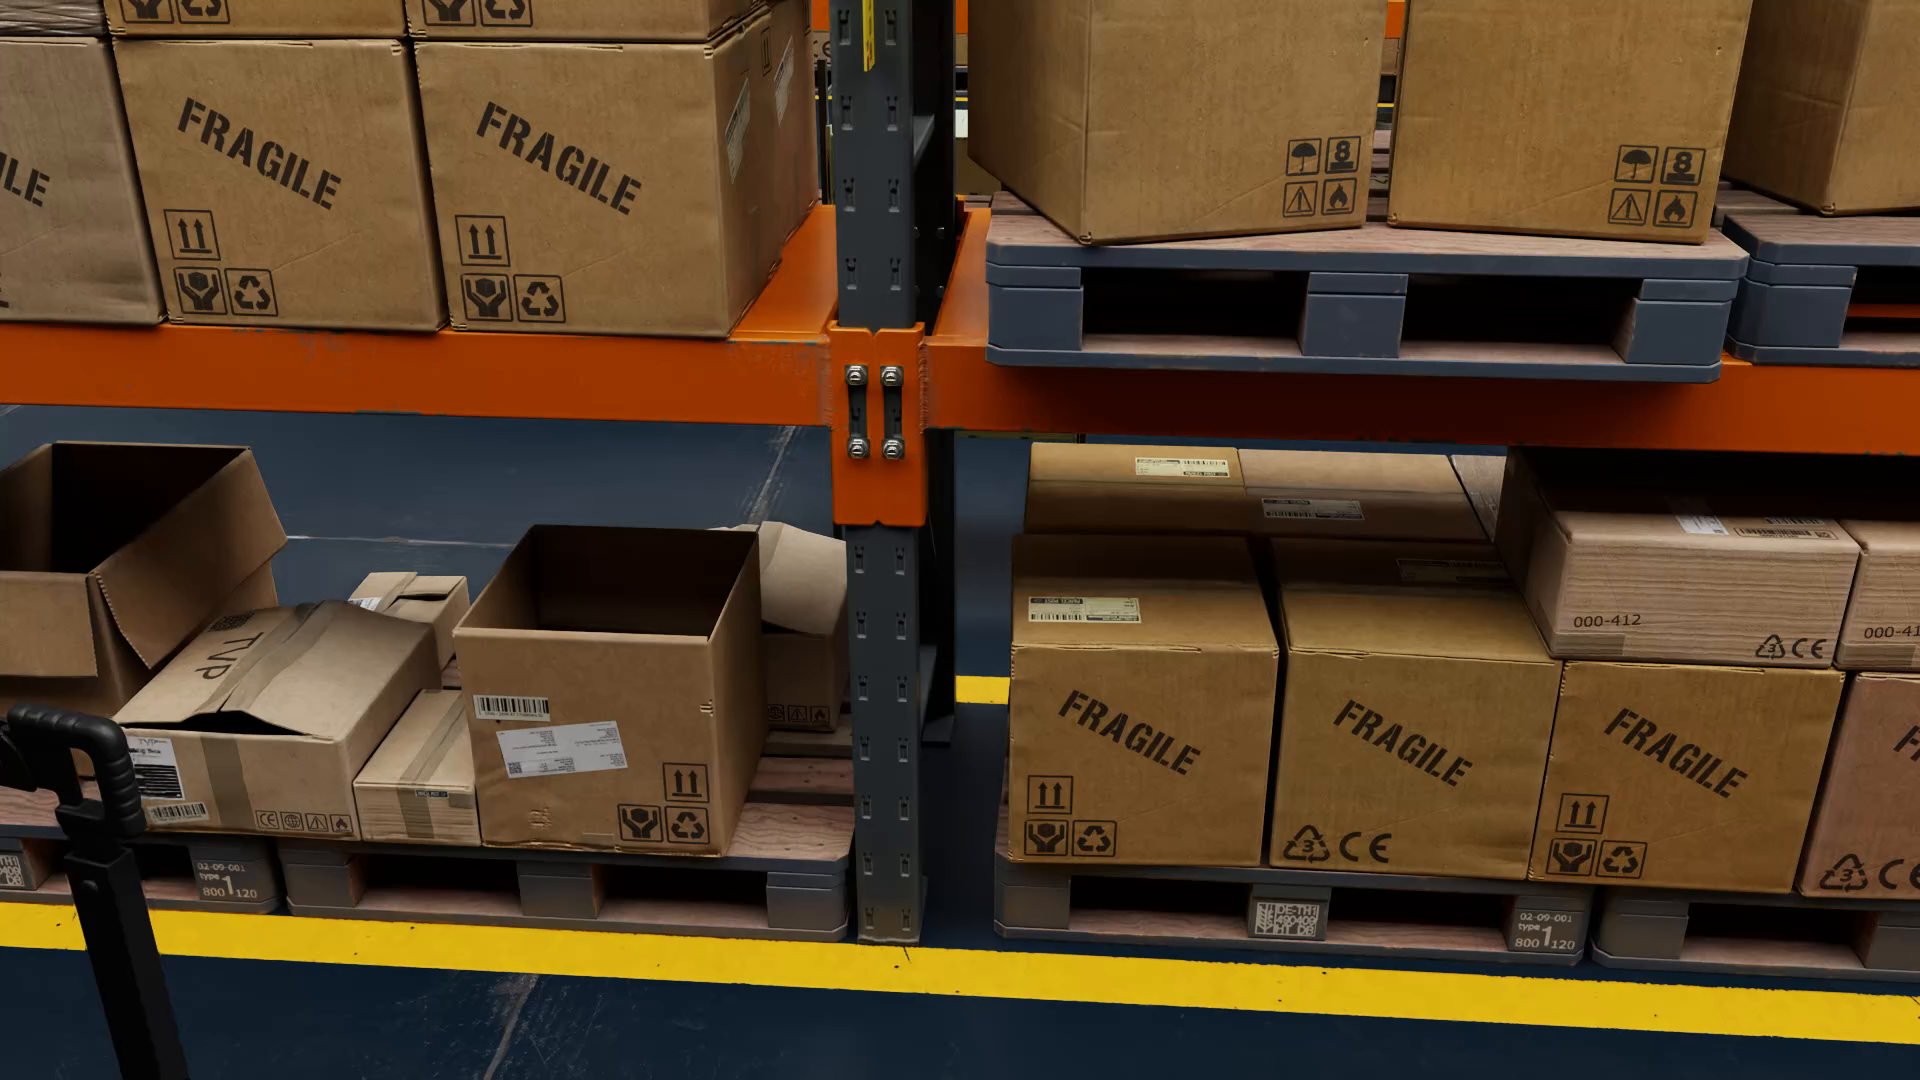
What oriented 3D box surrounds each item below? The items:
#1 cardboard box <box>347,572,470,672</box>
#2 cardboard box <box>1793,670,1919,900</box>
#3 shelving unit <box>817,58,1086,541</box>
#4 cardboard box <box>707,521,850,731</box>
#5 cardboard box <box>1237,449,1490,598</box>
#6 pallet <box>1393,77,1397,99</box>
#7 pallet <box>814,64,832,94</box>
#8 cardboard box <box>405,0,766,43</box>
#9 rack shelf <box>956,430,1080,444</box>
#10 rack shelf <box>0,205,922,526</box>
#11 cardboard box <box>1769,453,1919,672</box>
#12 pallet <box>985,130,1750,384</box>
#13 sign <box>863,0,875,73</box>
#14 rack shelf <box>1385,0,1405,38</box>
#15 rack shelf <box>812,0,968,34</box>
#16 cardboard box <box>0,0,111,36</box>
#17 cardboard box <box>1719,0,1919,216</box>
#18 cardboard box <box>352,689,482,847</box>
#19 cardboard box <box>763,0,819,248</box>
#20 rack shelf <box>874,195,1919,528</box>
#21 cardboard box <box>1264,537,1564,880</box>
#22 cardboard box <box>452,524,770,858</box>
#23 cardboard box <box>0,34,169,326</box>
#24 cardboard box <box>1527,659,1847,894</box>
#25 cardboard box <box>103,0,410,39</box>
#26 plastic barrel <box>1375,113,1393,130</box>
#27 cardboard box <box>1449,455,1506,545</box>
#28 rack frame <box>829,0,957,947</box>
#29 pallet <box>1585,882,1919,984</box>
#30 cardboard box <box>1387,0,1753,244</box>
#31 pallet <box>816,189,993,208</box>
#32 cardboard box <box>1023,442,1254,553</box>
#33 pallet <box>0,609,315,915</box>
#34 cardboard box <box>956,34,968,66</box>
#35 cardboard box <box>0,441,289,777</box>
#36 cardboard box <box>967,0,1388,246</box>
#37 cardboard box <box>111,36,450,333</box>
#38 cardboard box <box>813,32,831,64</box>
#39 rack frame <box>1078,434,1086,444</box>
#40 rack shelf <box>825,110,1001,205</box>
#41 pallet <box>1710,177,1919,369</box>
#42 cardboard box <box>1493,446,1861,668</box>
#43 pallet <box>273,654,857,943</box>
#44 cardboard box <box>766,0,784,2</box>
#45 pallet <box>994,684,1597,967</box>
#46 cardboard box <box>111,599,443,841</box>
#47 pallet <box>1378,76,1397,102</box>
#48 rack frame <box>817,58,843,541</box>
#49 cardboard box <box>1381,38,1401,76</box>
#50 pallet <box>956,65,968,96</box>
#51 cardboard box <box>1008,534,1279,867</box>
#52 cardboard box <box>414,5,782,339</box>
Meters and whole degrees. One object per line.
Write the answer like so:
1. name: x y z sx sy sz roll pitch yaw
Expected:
1. cardboard box: -1.375 0.227 4.032 0.250 0.166 0.380 2 25 4
2. cardboard box: 1.888 0.367 3.328 0.500 0.500 0.500 1 25 2
3. shelving unit: 0.007 -0.681 4.936 0.755 1.500 0.431 2 25 4
4. cardboard box: -0.512 0.184 3.951 0.500 0.311 0.500 2 25 4
5. cardboard box: 0.896 0.118 3.870 0.500 0.500 0.500 2 25 4
6. pallet: 3.860 -3.524 12.656 1.213 0.211 1.003 2 25 4
7. pallet: -1.320 -3.690 13.018 1.213 0.211 1.003 2 25 4
8. cardboard box: -0.634 -1.142 2.827 0.500 0.500 0.500 2 25 4
9. rack shelf: 0.007 -0.385 5.072 0.720 0.370 0.431 2 25 4
10. rack shelf: -2.104 -0.471 3.545 4.000 0.370 1.077 2 25 4
11. cardboard box: 1.851 0.026 3.171 0.500 0.250 0.500 1 25 3
12. pallet: 0.678 -0.575 3.142 1.213 0.211 1.003 2 25 4
13. sign: -0.144 -0.900 2.583 0.005 0.325 0.100 2 25 4
14. rack shelf: 2.267 -2.407 7.754 4.000 0.370 1.077 2 25 4
15. rack shelf: -1.721 -2.535 8.032 4.000 0.370 1.077 2 25 4
16. cardboard box: -1.647 -1.173 2.895 0.500 0.500 0.500 2 25 4
17. cardboard box: 1.656 -0.939 3.080 0.500 0.500 0.700 -4 25 -9
18. cardboard box: -1.078 0.475 3.514 0.250 0.149 0.380 2 25 4
19. cardboard box: -0.597 -0.909 3.517 0.500 0.500 0.500 2 25 5
20. rack shelf: 1.884 -0.343 3.267 4.000 0.370 1.077 2 25 4
21. cardboard box: 0.886 0.332 3.405 0.500 0.500 0.500 2 25 5
22. cardboard box: -0.700 0.302 3.469 0.500 0.500 0.500 2 25 4
23. cardboard box: -1.655 -0.720 3.106 0.500 0.500 0.500 2 25 5
24. cardboard box: 1.384 0.351 3.364 0.500 0.500 0.500 2 25 5
25. cardboard box: -1.145 -1.157 2.860 0.500 0.500 0.500 1 25 3
26. plastic barrel: 2.076 -1.756 7.952 0.421 0.512 0.421 0 25 0
27. cardboard box: 1.396 0.134 3.835 0.500 0.500 0.500 2 25 5
28. rack frame: -0.110 -0.734 3.256 0.127 3.000 1.000 2 25 4
29. pallet: 1.924 0.581 3.734 1.213 0.211 1.003 2 25 4
30. cardboard box: 1.036 -0.866 2.921 0.500 0.500 0.700 6 25 12
31. pallet: -0.463 -1.539 8.341 1.213 0.211 1.003 2 25 4
32. cardboard box: 0.404 0.098 3.912 0.500 0.500 0.500 2 25 4
33. pallet: -2.014 0.473 3.970 1.213 0.211 1.003 2 25 4
34. cardboard box: 0.000 -4.142 12.703 0.875 0.875 0.875 2 25 4
35. cardboard box: -1.984 0.143 3.812 0.637 0.503 0.797 2 25 4
36. cardboard box: 0.345 -0.861 2.912 0.500 0.500 0.700 -6 25 -14
37. cardboard box: -1.142 -0.704 3.072 0.500 0.500 0.500 3 25 5
38. cardboard box: -0.897 -4.171 12.766 0.875 0.875 0.875 2 25 4
39. rack frame: 0.372 -0.669 4.911 0.023 1.500 0.400 2 25 4
40. rack shelf: 0.007 -1.036 4.773 0.720 0.370 0.431 2 25 4
41. pallet: 1.939 -0.579 3.149 1.213 0.211 1.003 2 25 4
42. cardboard box: 1.351 0.010 3.206 0.500 0.250 0.500 2 25 4
43. pallet: -0.795 0.511 3.888 1.213 0.211 1.003 2 25 4
44. cardboard box: -0.558 -1.366 3.314 0.500 0.500 0.500 2 25 5
45. pallet: 0.704 0.543 3.817 1.213 0.211 1.003 2 25 4
46. cardboard box: -1.448 0.364 3.561 0.500 0.311 0.500 2 25 4
47. pallet: 2.647 -3.564 12.744 1.213 0.211 1.003 2 25 4
48. rack frame: -0.358 -0.693 4.962 0.023 1.500 0.400 2 25 4
49. cardboard box: 3.066 -4.022 12.443 0.875 0.875 1.225 2 25 4
50. pallet: -0.100 -3.652 12.935 1.213 0.211 1.003 2 25 4
51. cardboard box: 0.354 0.319 3.432 0.500 0.500 0.500 1 25 2
52. cardboard box: -0.628 -0.688 3.037 0.500 0.500 0.500 2 25 5
